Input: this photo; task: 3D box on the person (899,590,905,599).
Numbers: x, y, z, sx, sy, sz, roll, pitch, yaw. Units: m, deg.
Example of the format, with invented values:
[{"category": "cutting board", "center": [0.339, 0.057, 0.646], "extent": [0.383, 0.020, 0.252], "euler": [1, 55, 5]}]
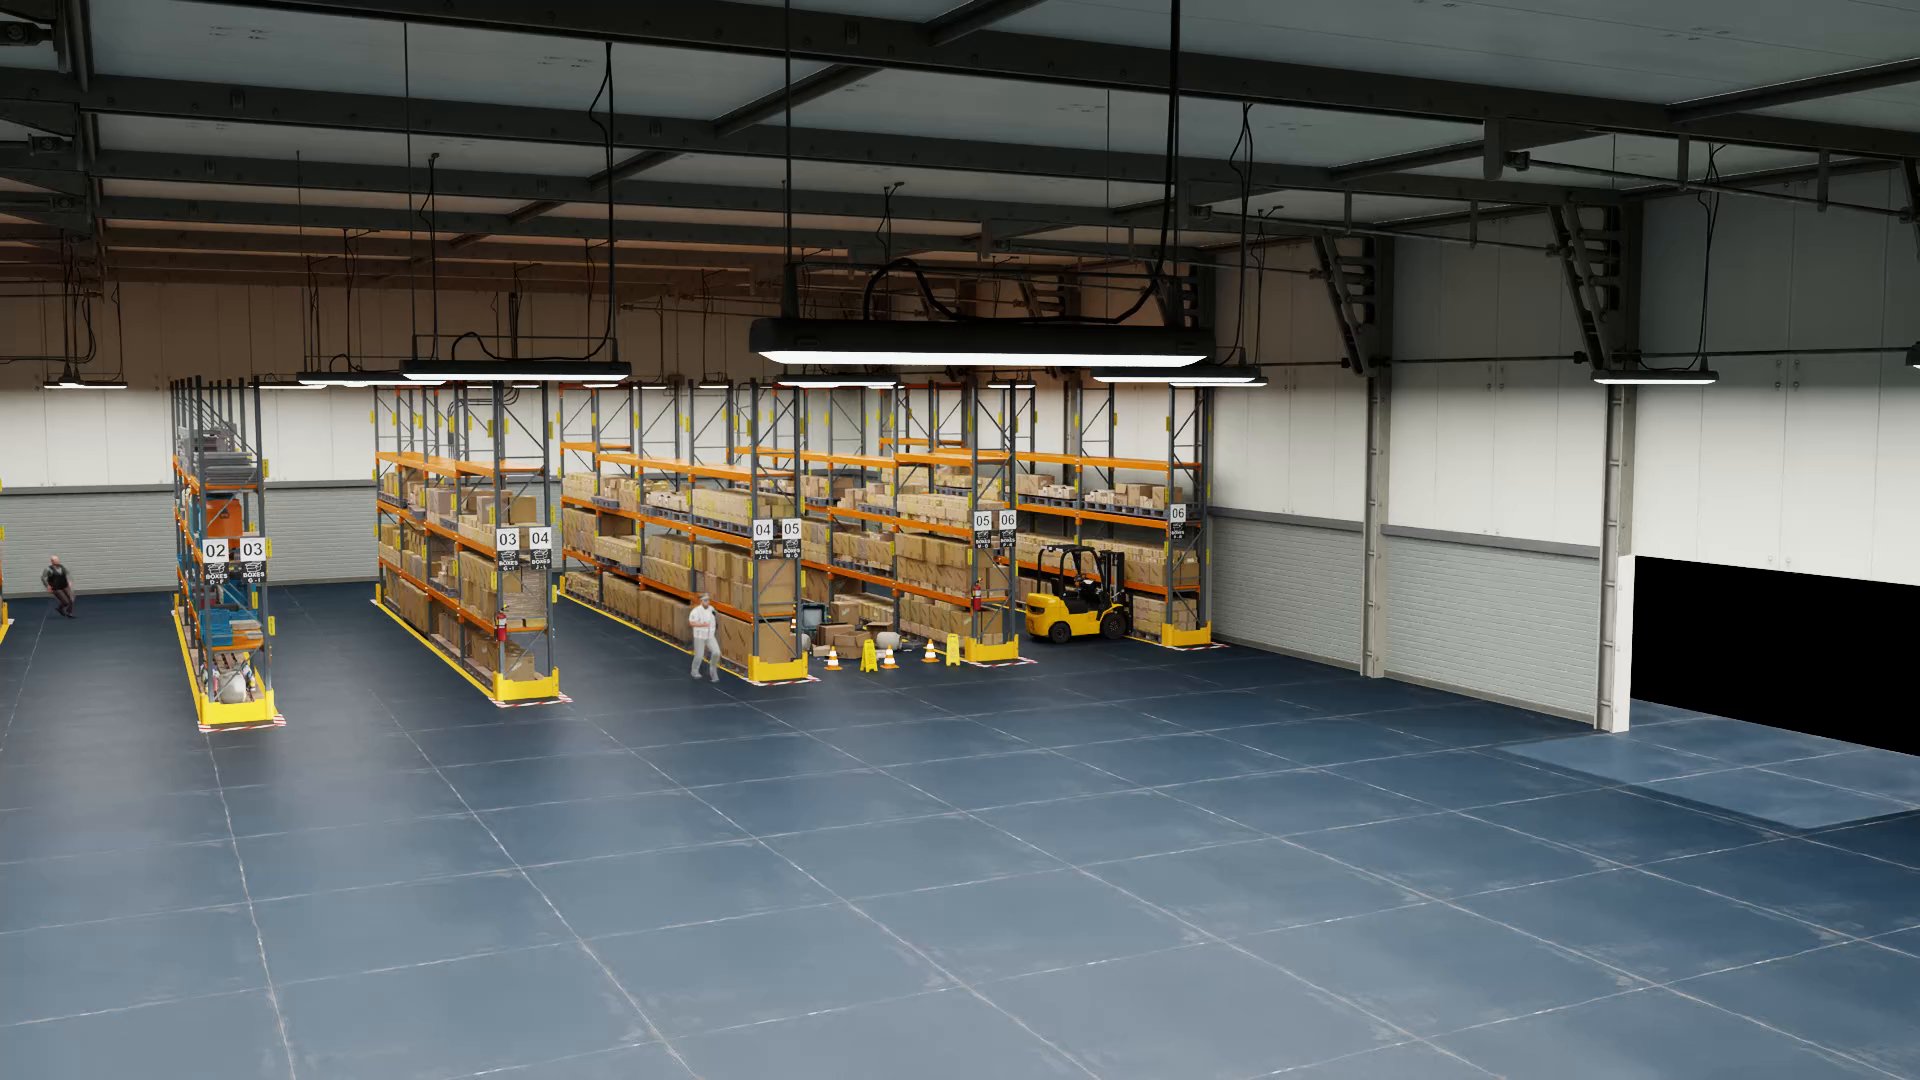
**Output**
[{"category": "person", "center": [-1.354, 0.970, 43.697], "extent": [0.580, 1.547, 0.896], "euler": [-3, 6, -32]}]

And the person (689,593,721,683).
[{"category": "person", "center": [-5.074, 1.940, 32.949], "extent": [0.676, 1.827, 0.841], "euler": [-4, 6, -36]}]

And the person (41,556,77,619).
[{"category": "person", "center": [-22.656, 1.211, 41.830], "extent": [0.538, 1.621, 0.767], "euler": [3, 6, 30]}]
